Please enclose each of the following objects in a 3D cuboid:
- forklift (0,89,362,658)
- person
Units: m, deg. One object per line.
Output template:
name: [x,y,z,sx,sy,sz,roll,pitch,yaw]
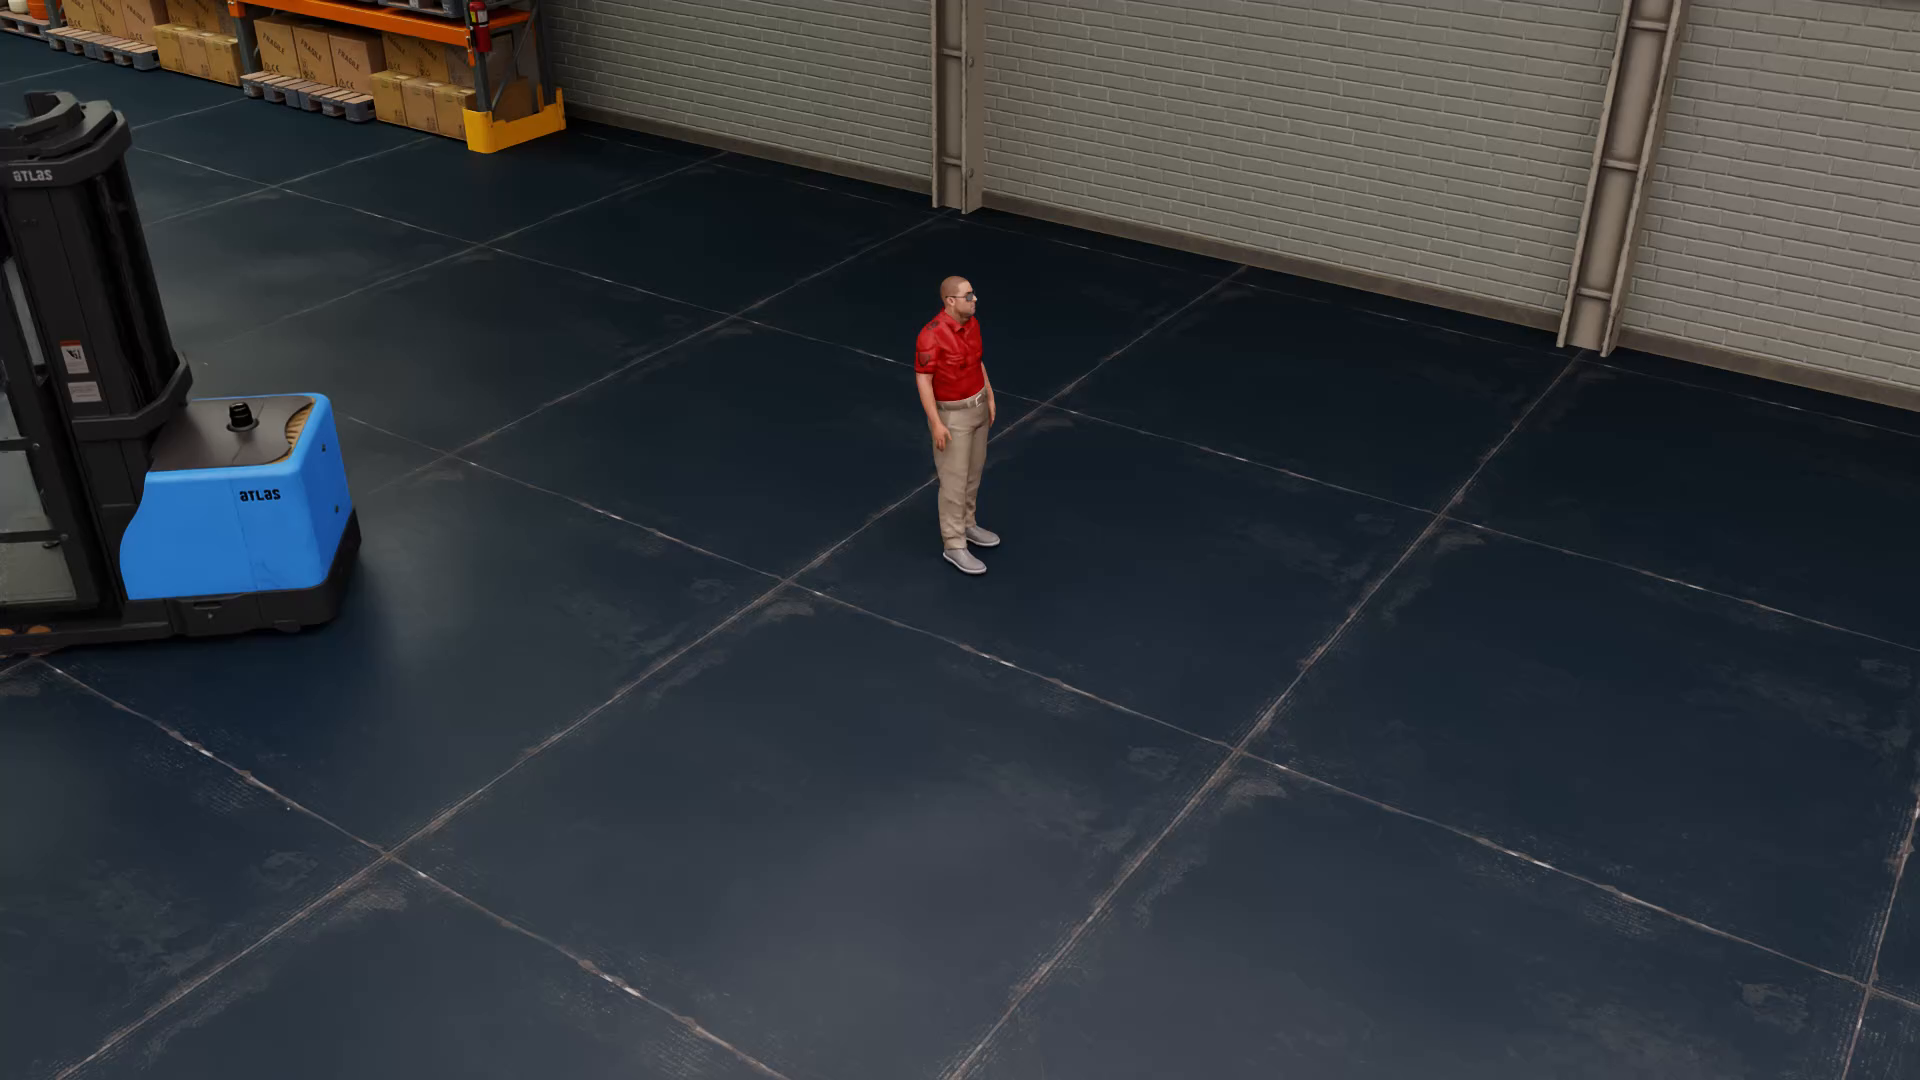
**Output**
forklift: [-5.167,-0.886,9.107,3.031,2.935,1.130,-4,30,-7]
person: [0.068,-0.723,10.010,0.551,1.727,0.640,19,35,29]
